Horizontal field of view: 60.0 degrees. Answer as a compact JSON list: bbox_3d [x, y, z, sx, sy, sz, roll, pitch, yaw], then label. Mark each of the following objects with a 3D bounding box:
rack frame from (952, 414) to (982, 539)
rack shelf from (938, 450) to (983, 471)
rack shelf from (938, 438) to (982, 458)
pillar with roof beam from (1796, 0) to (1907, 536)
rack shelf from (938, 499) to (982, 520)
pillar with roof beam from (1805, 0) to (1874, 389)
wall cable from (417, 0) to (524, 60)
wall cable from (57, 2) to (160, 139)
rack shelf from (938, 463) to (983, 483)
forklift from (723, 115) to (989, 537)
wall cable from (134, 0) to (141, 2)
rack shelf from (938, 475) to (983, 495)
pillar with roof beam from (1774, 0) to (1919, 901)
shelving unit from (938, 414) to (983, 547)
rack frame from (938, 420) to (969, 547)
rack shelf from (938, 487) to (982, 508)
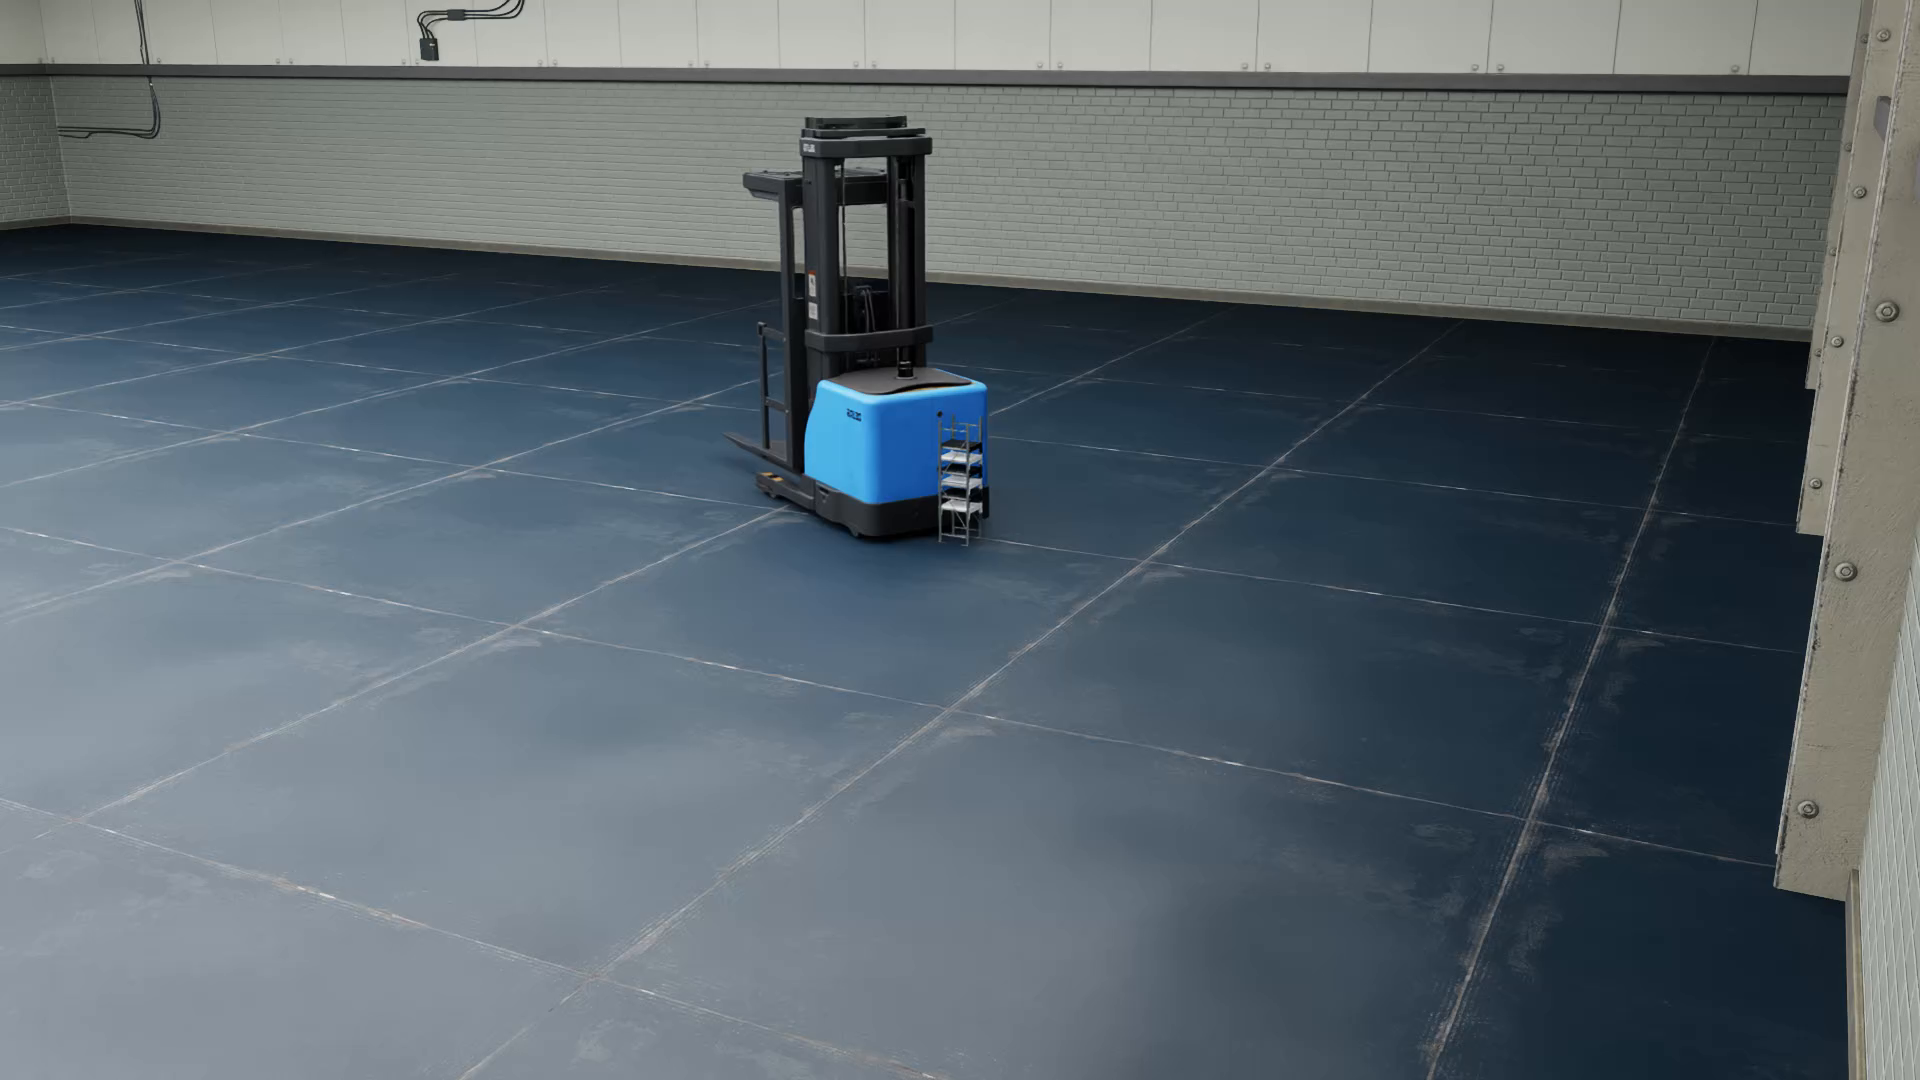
[{"bbox_3d":[0.049,-0.452,11.966,0.240,0.900,0.006,8,18,26],"label":"rack frame"},{"bbox_3d":[0.003,-0.567,11.837,0.258,0.077,0.200,8,18,26],"label":"rack shelf"},{"bbox_3d":[0.003,-0.653,11.811,0.258,0.077,0.200,8,18,26],"label":"rack shelf"},{"bbox_3d":[2.511,-4.946,12.872,9.100,9.000,0.400,8,18,25],"label":"pillar with roof beam"},{"bbox_3d":[0.003,-0.222,11.939,0.258,0.077,0.200,8,18,26],"label":"rack shelf"},{"bbox_3d":[5.192,-6.474,18.017,9.100,9.000,0.400,8,18,25],"label":"pillar with roof beam"},{"bbox_3d":[-8.152,-10.935,27.062,2.305,6.003,0.169,8,18,25],"label":"wall cable"},{"bbox_3d":[-16.638,-9.028,32.068,3.097,2.526,0.112,8,18,25],"label":"wall cable"},{"bbox_3d":[0.003,-0.480,11.863,0.258,0.077,0.200,8,18,26],"label":"rack shelf"},{"bbox_3d":[-0.977,-1.795,12.920,1.130,2.935,3.031,-10,19,-30],"label":"forklift"},{"bbox_3d":[-14.217,-11.105,30.190,3.097,2.526,0.112,8,18,25],"label":"wall cable"},{"bbox_3d":[0.003,-0.394,11.888,0.258,0.077,0.200,8,18,26],"label":"rack shelf"},{"bbox_3d":[-0.170,-3.418,7.726,9.100,9.000,0.400,8,18,25],"label":"pillar with roof beam"},{"bbox_3d":[0.003,-0.426,11.879,0.258,0.900,0.210,8,18,26],"label":"shelving unit"},{"bbox_3d":[-0.043,-0.400,11.792,0.240,0.900,0.006,8,18,26],"label":"rack frame"},{"bbox_3d":[0.003,-0.308,11.914,0.258,0.077,0.200,8,18,26],"label":"rack shelf"}]
